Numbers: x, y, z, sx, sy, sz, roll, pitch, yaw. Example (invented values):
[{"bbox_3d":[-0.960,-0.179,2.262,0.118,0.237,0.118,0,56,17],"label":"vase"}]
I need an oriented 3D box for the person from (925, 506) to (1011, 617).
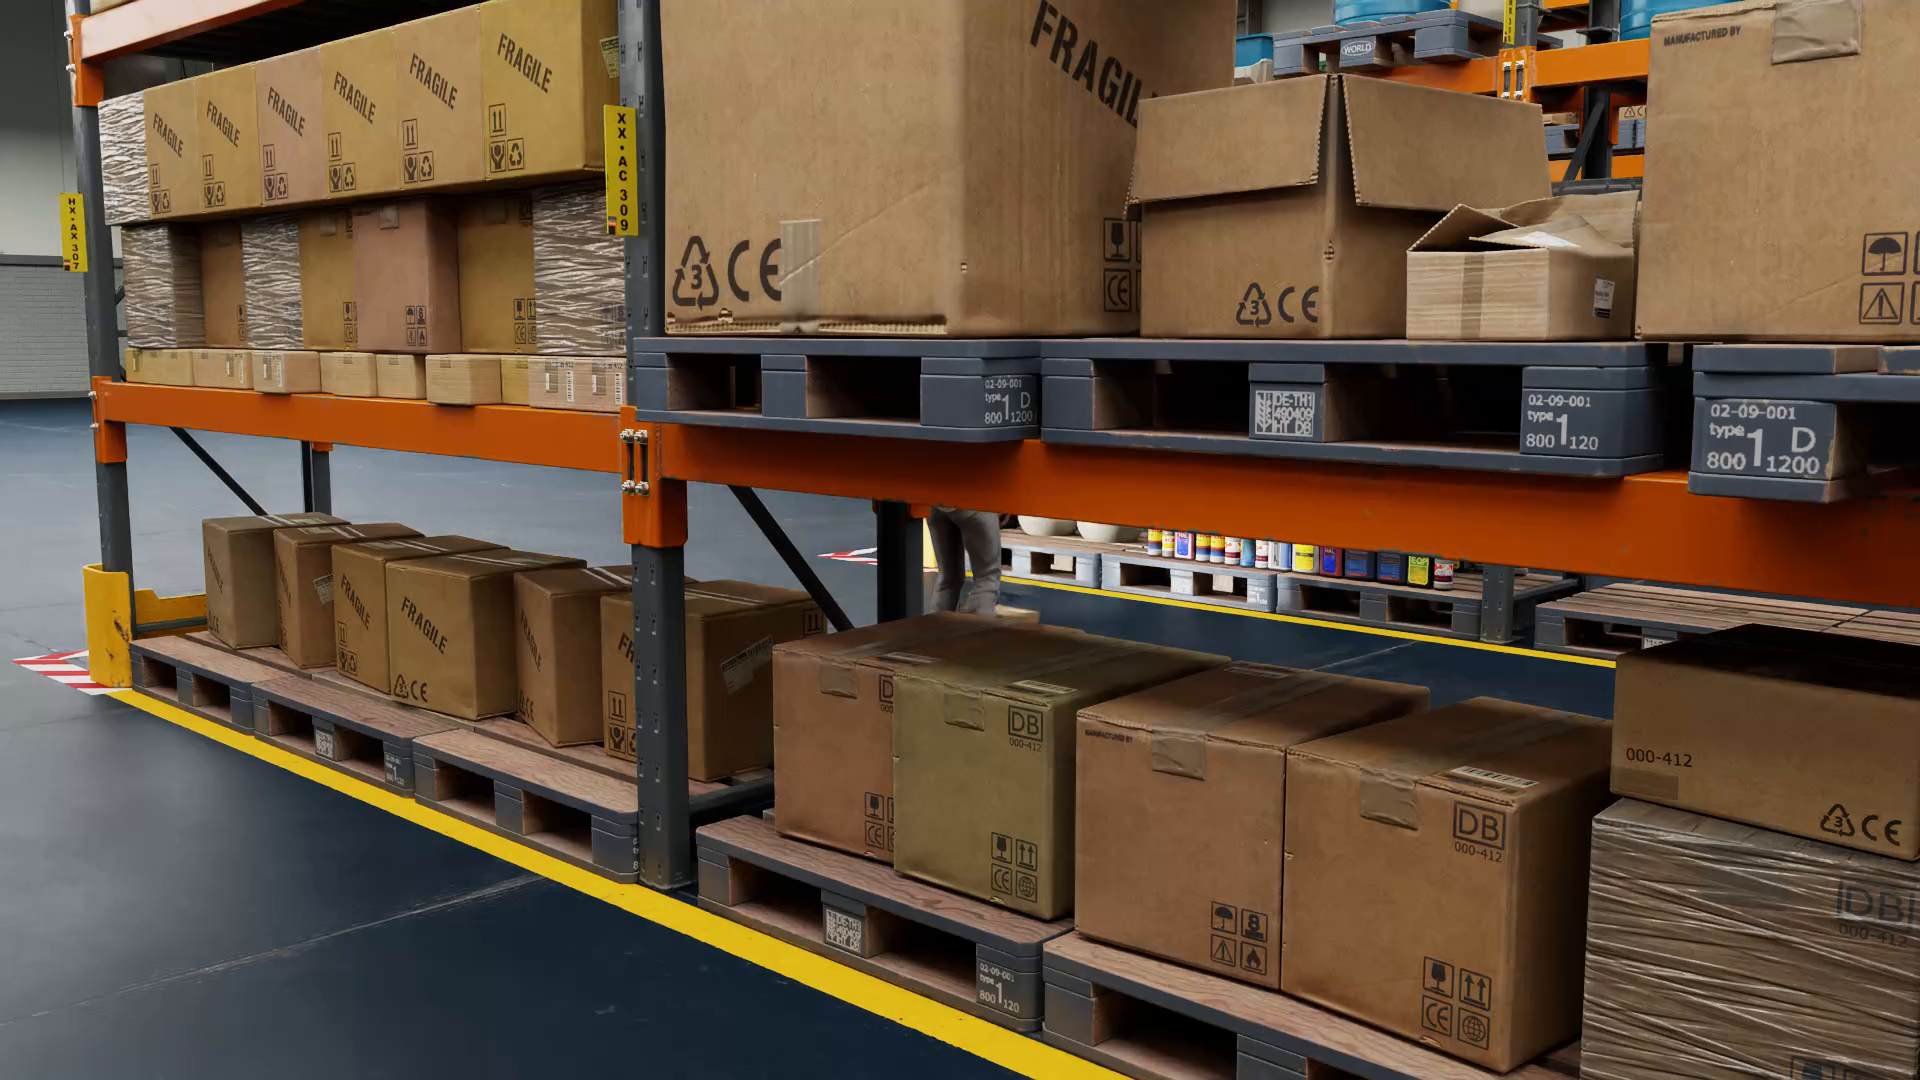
[{"bbox_3d":[6.803,-1.497,0.127,19.590,6.000,24.574,6,10,41],"label":"person"}]
